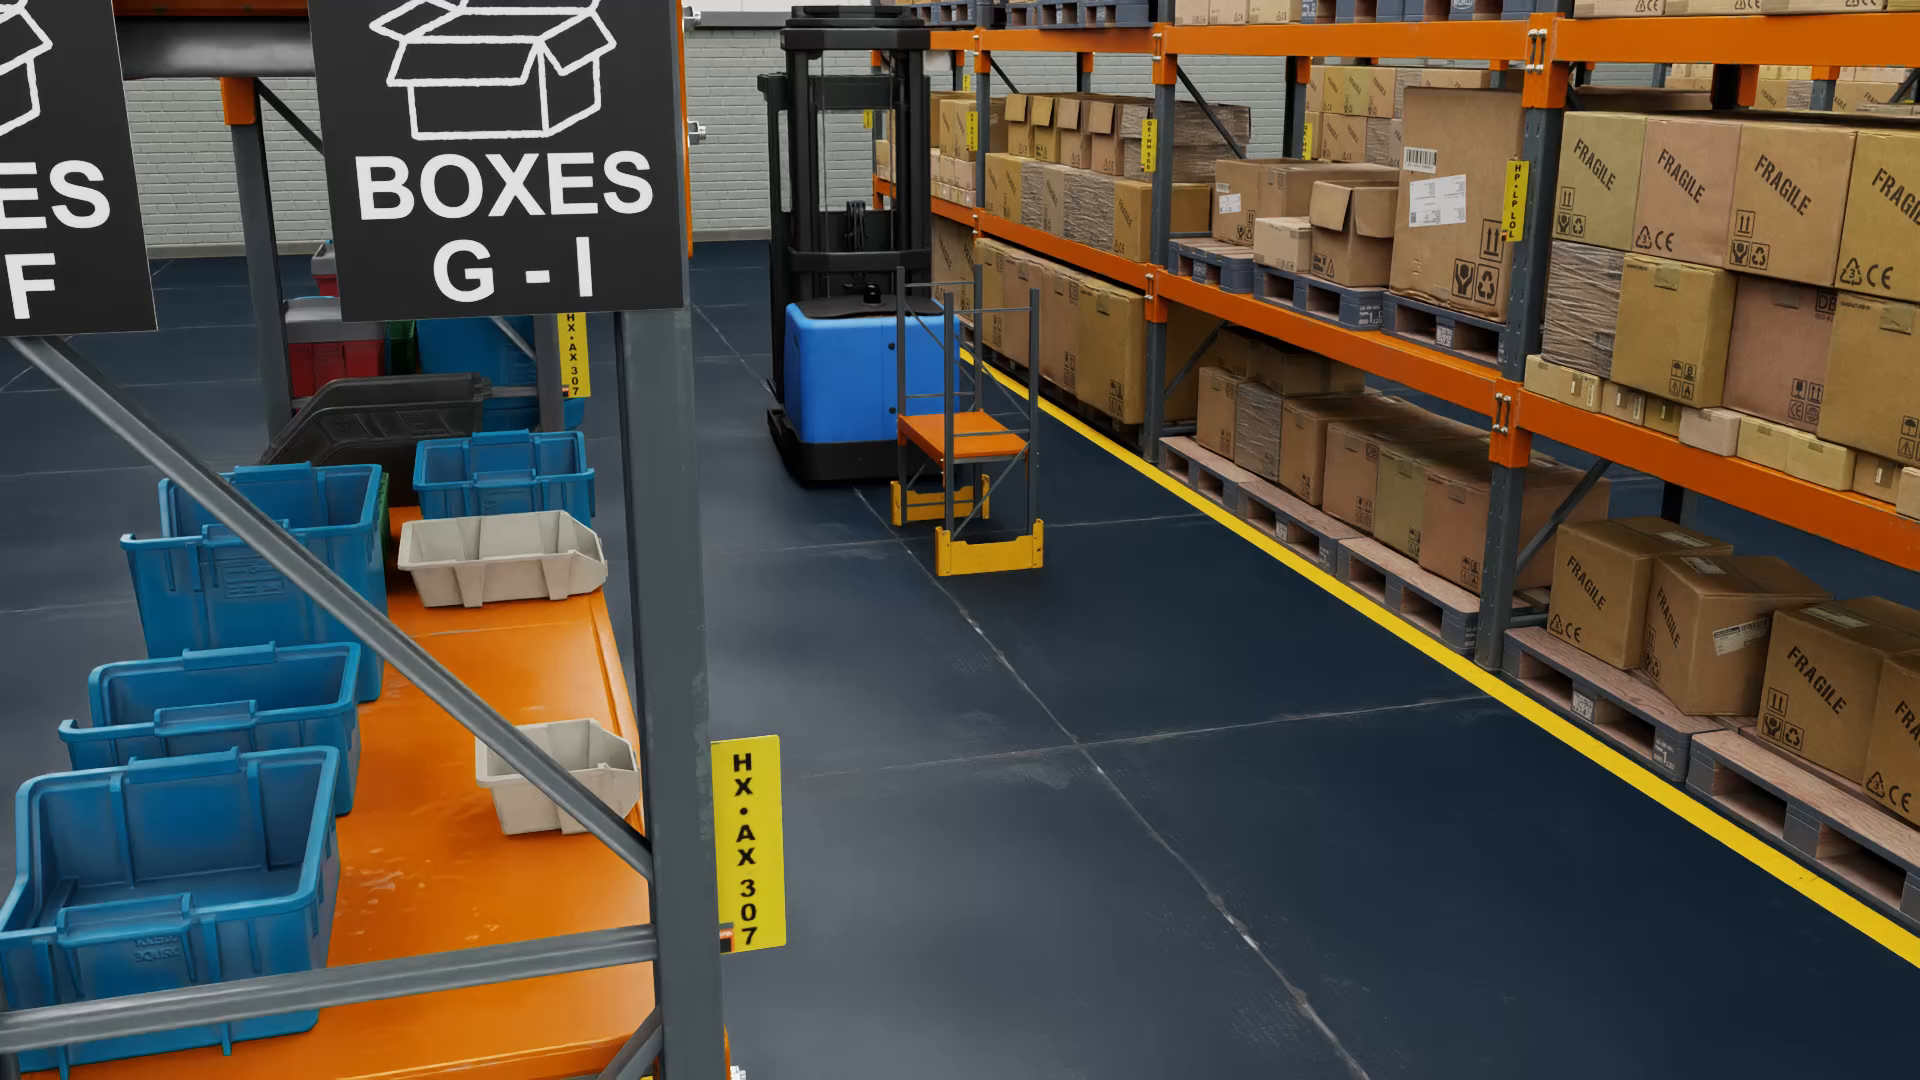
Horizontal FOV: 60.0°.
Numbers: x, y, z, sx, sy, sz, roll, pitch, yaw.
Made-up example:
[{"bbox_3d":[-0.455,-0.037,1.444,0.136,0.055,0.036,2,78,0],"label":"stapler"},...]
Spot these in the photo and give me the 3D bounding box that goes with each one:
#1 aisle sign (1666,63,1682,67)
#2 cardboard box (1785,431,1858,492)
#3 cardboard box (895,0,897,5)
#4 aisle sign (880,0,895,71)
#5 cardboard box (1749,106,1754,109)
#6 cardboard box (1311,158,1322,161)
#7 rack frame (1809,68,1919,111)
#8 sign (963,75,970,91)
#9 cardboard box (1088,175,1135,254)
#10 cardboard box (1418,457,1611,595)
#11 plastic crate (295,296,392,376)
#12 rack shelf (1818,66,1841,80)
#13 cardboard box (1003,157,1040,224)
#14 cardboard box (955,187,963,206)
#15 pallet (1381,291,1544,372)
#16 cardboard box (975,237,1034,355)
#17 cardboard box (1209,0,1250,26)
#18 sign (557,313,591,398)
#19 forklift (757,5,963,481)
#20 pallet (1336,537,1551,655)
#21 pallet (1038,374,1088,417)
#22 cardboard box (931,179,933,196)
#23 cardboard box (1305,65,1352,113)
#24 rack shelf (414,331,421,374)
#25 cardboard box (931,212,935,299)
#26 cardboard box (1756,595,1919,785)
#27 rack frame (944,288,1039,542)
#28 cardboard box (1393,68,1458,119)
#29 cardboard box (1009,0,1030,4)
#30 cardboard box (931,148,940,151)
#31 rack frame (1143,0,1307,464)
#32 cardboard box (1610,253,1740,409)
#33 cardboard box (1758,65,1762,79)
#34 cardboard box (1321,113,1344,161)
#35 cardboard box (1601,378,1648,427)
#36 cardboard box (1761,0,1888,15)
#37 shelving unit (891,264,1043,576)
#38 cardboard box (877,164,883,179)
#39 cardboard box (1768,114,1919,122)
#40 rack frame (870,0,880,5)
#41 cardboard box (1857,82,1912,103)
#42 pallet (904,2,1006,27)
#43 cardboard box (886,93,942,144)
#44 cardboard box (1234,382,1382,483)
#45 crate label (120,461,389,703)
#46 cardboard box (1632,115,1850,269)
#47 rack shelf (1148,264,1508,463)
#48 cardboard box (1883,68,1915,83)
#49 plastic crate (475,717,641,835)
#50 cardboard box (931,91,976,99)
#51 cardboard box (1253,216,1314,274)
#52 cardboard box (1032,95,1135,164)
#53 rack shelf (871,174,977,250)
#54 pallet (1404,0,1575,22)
[{"bbox_3d":[8.767,-6.239,20.490,0.394,0.787,0.004,-5,17,-15],"label":"aisle sign"},{"bbox_3d":[3.030,-0.277,5.596,0.380,0.149,0.250,-5,17,-15],"label":"cardboard box"},{"bbox_3d":[-0.269,-5.807,17.280,0.700,0.500,0.500,-6,18,-19],"label":"cardboard box"},{"bbox_3d":[-0.771,-5.455,17.879,0.394,0.787,0.004,-5,17,-15],"label":"aisle sign"},{"bbox_3d":[9.221,-5.084,19.252,0.500,0.500,0.500,-5,17,-16],"label":"cardboard box"},{"bbox_3d":[4.217,-4.275,18.906,0.380,0.149,0.250,-4,17,-13],"label":"cardboard box"},{"bbox_3d":[6.532,-2.365,12.111,1.000,3.000,0.127,-5,17,-15],"label":"rack frame"},{"bbox_3d":[0.063,-4.921,18.195,0.100,0.325,0.005,-5,17,-15],"label":"sign"},{"bbox_3d":[1.230,-2.304,11.734,0.500,0.500,0.500,-5,17,-16],"label":"cardboard box"},{"bbox_3d":[2.687,-0.079,8.082,0.700,0.500,0.500,-6,18,-20],"label":"cardboard box"},{"bbox_3d":[-2.530,-0.776,6.848,0.392,0.384,0.575,-5,17,-15],"label":"plastic crate"},{"bbox_3d":[7.082,-2.904,9.941,1.077,0.370,4.000,-5,17,-15],"label":"rack shelf"},{"bbox_3d":[0.661,-2.869,13.615,0.500,0.500,0.500,-5,17,-15],"label":"cardboard box"},{"bbox_3d":[0.166,-3.117,15.050,0.380,0.149,0.250,-4,17,-14],"label":"cardboard box"},{"bbox_3d":[2.765,-1.025,7.985,1.003,0.211,1.213,-5,17,-15],"label":"pallet"},{"bbox_3d":[0.831,-2.115,14.243,1.225,0.875,0.875,-5,17,-15],"label":"cardboard box"},{"bbox_3d":[1.761,-3.073,9.516,0.500,0.250,0.500,-4,17,-14],"label":"cardboard box"},{"bbox_3d":[-1.395,-0.676,6.006,0.100,0.325,0.005,-5,17,-15],"label":"sign"},{"bbox_3d":[-0.789,-2.158,11.543,1.130,2.935,3.031,-3,17,-11],"label":"forklift"},{"bbox_3d":[2.619,0.226,8.333,1.003,0.211,1.213,-5,17,-15],"label":"pallet"},{"bbox_3d":[1.260,-1.226,13.167,1.003,0.211,1.213,-5,17,-15],"label":"pallet"},{"bbox_3d":[-0.116,-3.401,15.996,0.380,0.149,0.250,-5,17,-16],"label":"cardboard box"},{"bbox_3d":[4.202,-5.102,18.793,0.500,0.500,0.500,-5,17,-16],"label":"cardboard box"},{"bbox_3d":[-2.477,-0.711,7.857,1.077,0.370,4.000,-5,17,-15],"label":"rack shelf"},{"bbox_3d":[0.040,-2.975,17.104,0.875,0.875,0.875,-5,17,-15],"label":"cardboard box"},{"bbox_3d":[3.317,0.539,6.059,0.500,0.500,0.500,-6,18,-20],"label":"cardboard box"},{"bbox_3d":[0.163,-0.554,8.690,0.500,1.500,0.032,-5,17,-15],"label":"rack frame"},{"bbox_3d":[4.770,-4.534,16.905,0.500,0.500,0.500,-4,17,-14],"label":"cardboard box"},{"bbox_3d":[0.805,-4.633,13.544,0.700,0.500,0.500,-4,17,-14],"label":"cardboard box"},{"bbox_3d":[-0.158,-3.704,16.311,0.500,0.250,0.500,-5,17,-16],"label":"cardboard box"},{"bbox_3d":[1.736,-2.001,10.898,1.000,3.000,0.127,-5,17,-15],"label":"rack frame"},{"bbox_3d":[3.003,-0.814,6.258,0.875,0.500,0.500,-5,17,-15],"label":"cardboard box"},{"bbox_3d":[9.239,-5.354,19.024,0.380,0.149,0.250,-5,17,-15],"label":"cardboard box"},{"bbox_3d":[4.363,-4.476,18.448,0.500,0.500,0.500,-5,17,-15],"label":"cardboard box"},{"bbox_3d":[2.756,-0.554,6.517,0.380,0.149,0.250,-5,17,-15],"label":"cardboard box"},{"bbox_3d":[2.989,-1.830,5.377,0.500,0.250,0.500,-5,18,-17],"label":"cardboard box"},{"bbox_3d":[0.021,-0.697,9.166,0.587,1.500,1.083,-5,17,-15],"label":"shelving unit"},{"bbox_3d":[-0.683,-3.969,17.888,0.380,0.149,0.250,-4,17,-15],"label":"cardboard box"},{"bbox_3d":[3.362,-1.323,6.212,0.500,0.500,0.500,-5,17,-15],"label":"cardboard box"},{"bbox_3d":[-0.463,-7.087,17.402,1.000,3.000,0.127,-5,17,-15],"label":"rack frame"},{"bbox_3d":[9.770,-4.526,17.394,0.500,0.500,0.500,-5,17,-16],"label":"cardboard box"},{"bbox_3d":[0.090,-5.065,16.041,1.003,0.211,1.213,-5,17,-15],"label":"pallet"},{"bbox_3d":[-0.453,-4.351,17.163,0.500,0.500,0.500,-5,17,-17],"label":"cardboard box"},{"bbox_3d":[2.104,-0.678,10.076,0.700,0.500,0.500,-6,18,-20],"label":"cardboard box"},{"bbox_3d":[-1.594,0.099,3.847,0.502,0.435,0.616,-5,17,-15],"label":"crate label"},{"bbox_3d":[2.853,-1.281,6.073,0.500,0.500,0.500,-5,17,-15],"label":"cardboard box"},{"bbox_3d":[2.285,-1.103,9.160,1.077,0.370,4.000,-5,17,-15],"label":"rack shelf"},{"bbox_3d":[9.774,-4.788,17.138,0.380,0.149,0.250,-5,17,-16],"label":"cardboard box"},{"bbox_3d":[-0.765,0.457,3.175,0.298,0.136,0.250,-5,17,-15],"label":"plastic crate"},{"bbox_3d":[-0.076,-4.529,17.757,0.500,0.500,0.500,-4,17,-15],"label":"cardboard box"},{"bbox_3d":[1.975,-1.648,9.256,0.500,0.250,0.500,-5,17,-17],"label":"cardboard box"},{"bbox_3d":[0.997,-3.269,13.202,0.797,0.503,0.637,-5,17,-15],"label":"cardboard box"},{"bbox_3d":[0.087,-3.316,16.527,1.077,0.370,4.000,-5,17,-15],"label":"rack shelf"},{"bbox_3d":[2.768,-2.420,7.407,1.213,0.211,1.003,-5,17,-15],"label":"pallet"}]
